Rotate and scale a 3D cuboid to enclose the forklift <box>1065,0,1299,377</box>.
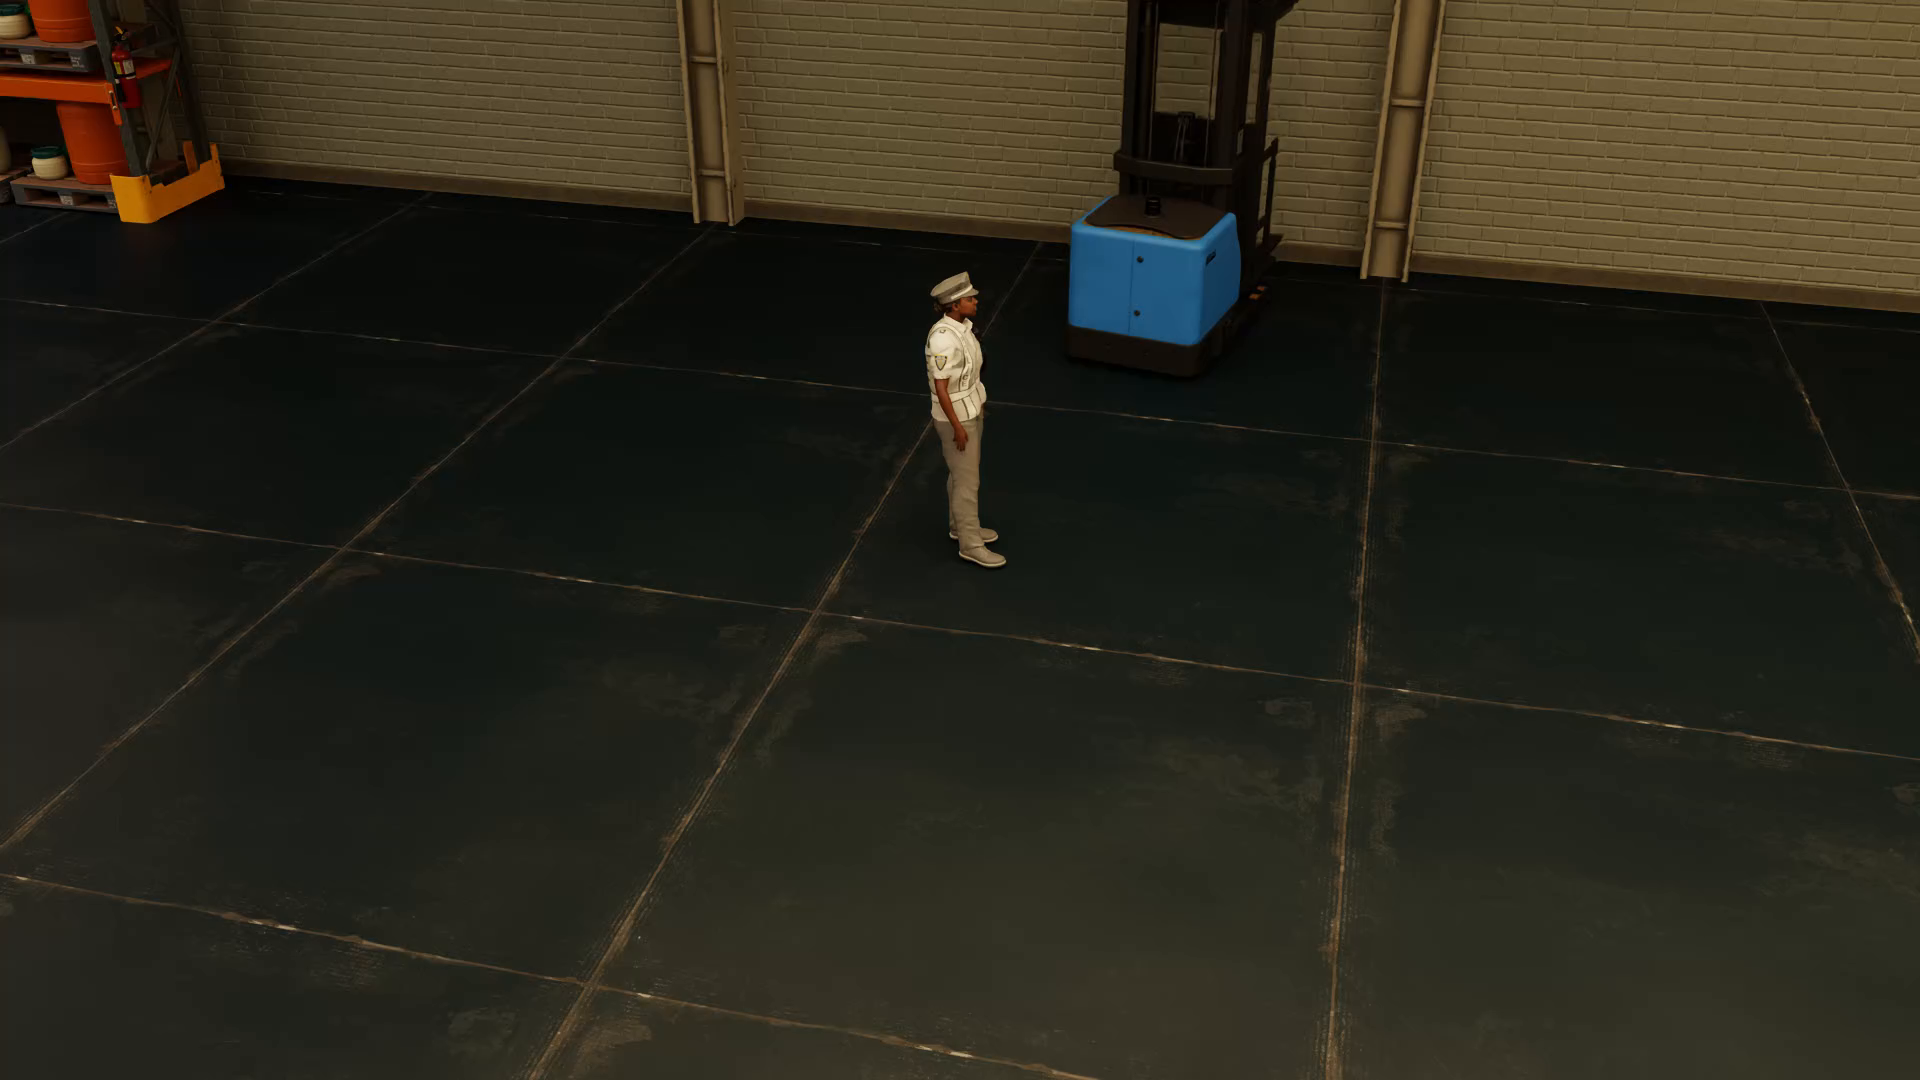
[{"bbox_3d":[1.873,-3.166,12.759,1.130,2.935,3.031,13,32,22],"label":"forklift"}]

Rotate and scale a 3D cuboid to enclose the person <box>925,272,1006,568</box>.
[{"bbox_3d":[0.068,-0.725,9.690,0.528,1.695,0.569,7,30,12],"label":"person"}]
